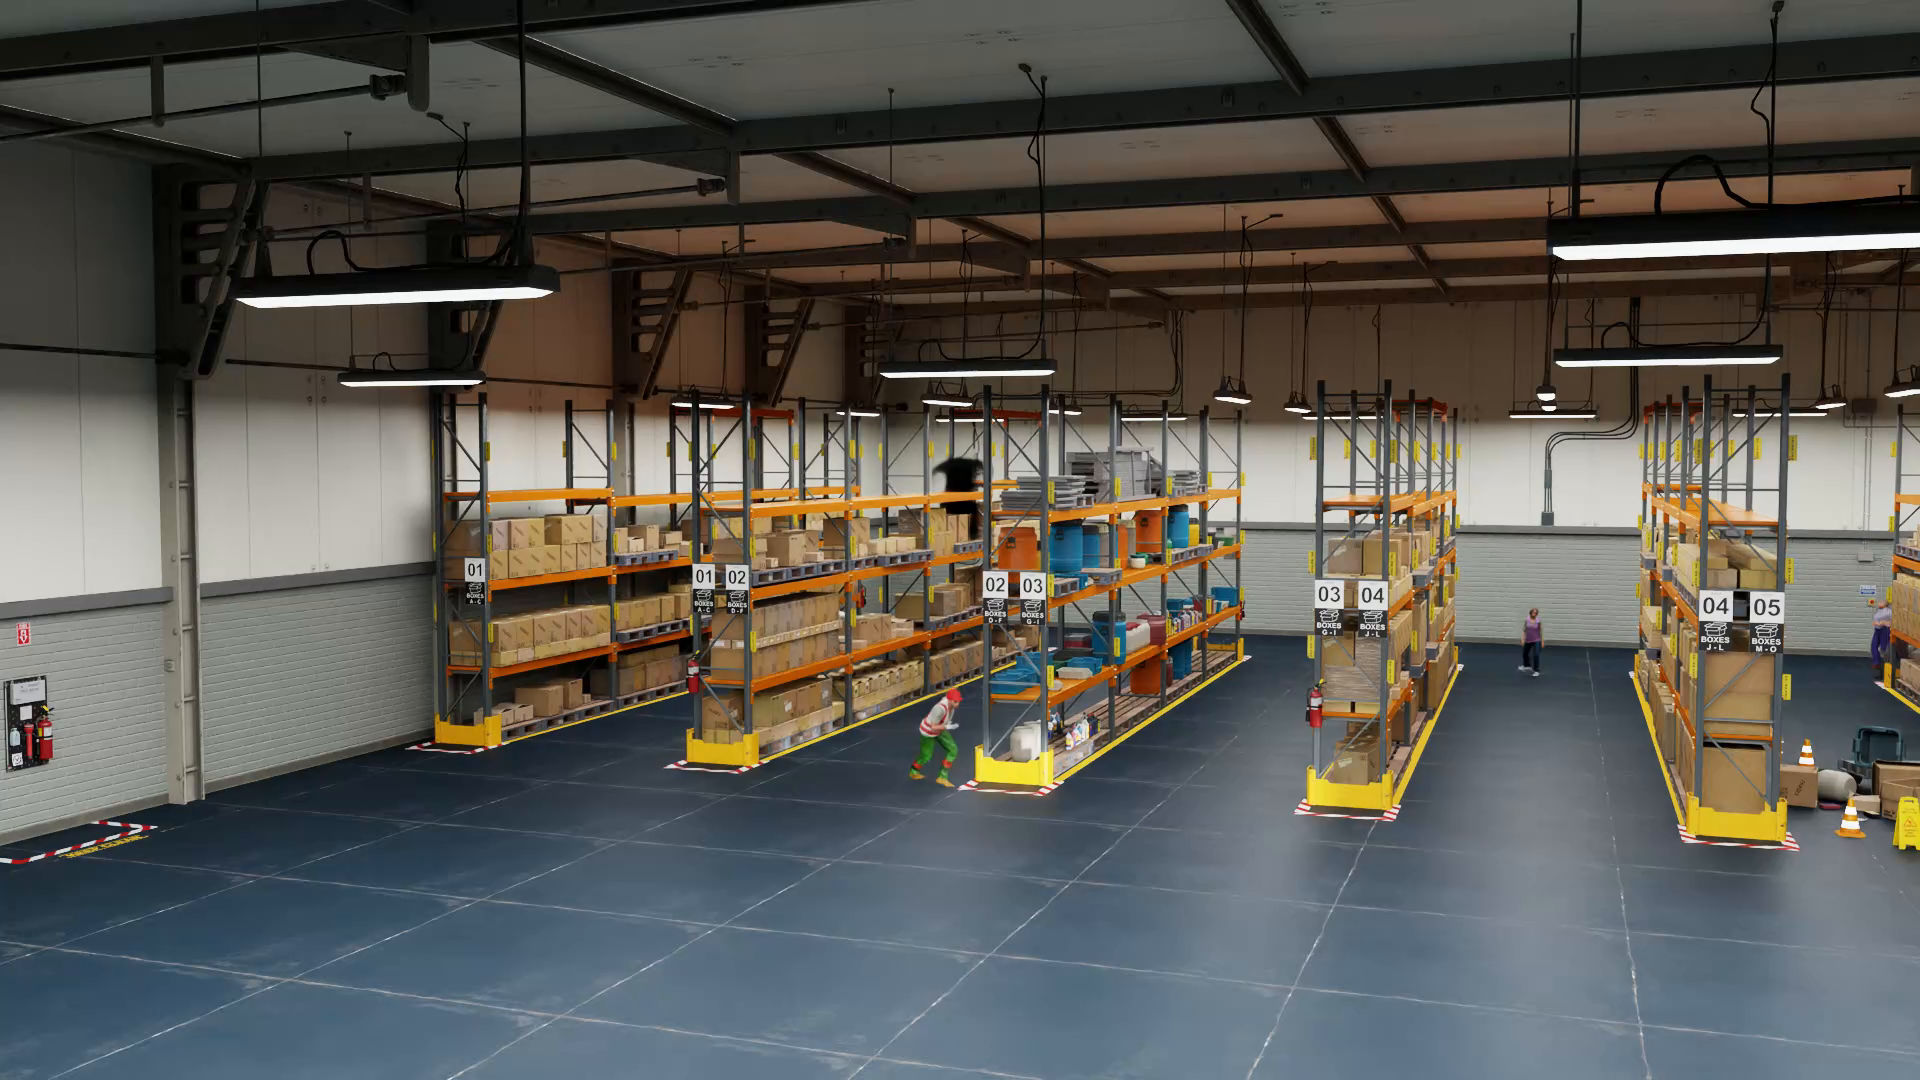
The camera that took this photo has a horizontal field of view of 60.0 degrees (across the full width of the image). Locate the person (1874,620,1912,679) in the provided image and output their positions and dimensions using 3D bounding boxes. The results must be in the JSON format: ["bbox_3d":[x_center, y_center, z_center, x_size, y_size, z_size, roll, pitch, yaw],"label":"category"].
[{"bbox_3d":[20.474,2.191,36.246,0.909,1.742,0.646,1,3,15],"label":"person"}]

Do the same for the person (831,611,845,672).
[{"bbox_3d":[-2.801,2.176,37.065,0.534,1.741,0.861,1,3,19],"label":"person"}]

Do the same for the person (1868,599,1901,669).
[{"bbox_3d":[21.240,2.154,38.196,0.762,1.619,0.609,0,3,-3],"label":"person"}]

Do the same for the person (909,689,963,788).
[{"bbox_3d":[-0.380,2.934,24.816,1.161,1.523,0.680,2,4,39],"label":"person"}]

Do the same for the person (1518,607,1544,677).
[{"bbox_3d":[12.758,2.252,37.228,0.690,1.530,0.650,3,4,43],"label":"person"}]
